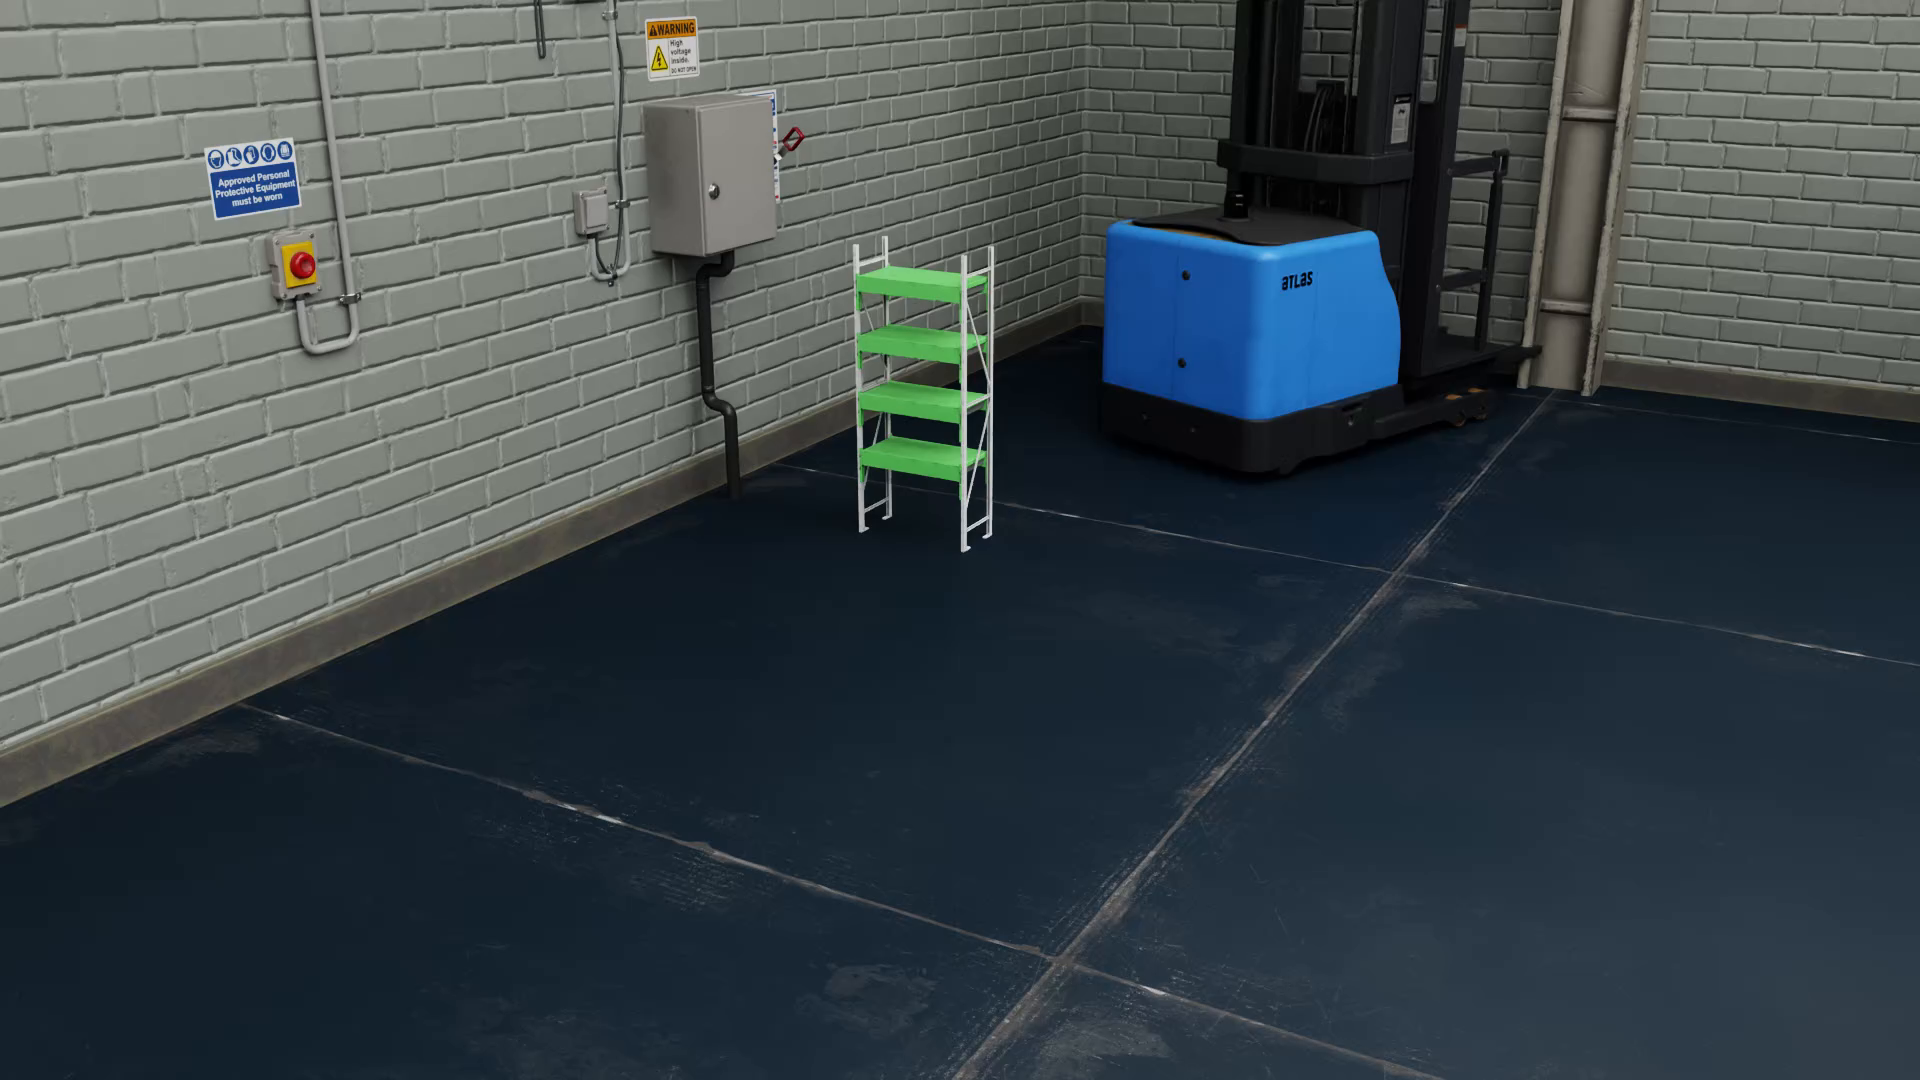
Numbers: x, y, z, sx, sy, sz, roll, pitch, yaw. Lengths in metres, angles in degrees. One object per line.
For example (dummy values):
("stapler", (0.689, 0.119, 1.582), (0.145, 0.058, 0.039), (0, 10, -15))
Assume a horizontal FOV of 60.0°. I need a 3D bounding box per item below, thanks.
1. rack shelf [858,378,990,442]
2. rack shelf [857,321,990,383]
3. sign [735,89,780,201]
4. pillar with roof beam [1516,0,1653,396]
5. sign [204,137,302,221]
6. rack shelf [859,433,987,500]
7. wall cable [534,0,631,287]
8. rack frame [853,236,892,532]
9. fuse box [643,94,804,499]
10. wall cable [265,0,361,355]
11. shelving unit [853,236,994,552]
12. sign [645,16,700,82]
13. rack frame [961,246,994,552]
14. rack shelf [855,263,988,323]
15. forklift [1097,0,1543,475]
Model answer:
("rack shelf", (-0.145, -0.531, 6.758), (0.480, 0.148, 0.258), (11, 23, 27))
("rack shelf", (-0.145, -0.757, 6.676), (0.480, 0.148, 0.258), (11, 23, 27))
("sign", (-0.905, -1.740, 7.403), (0.001, 0.494, 0.329), (11, 23, 27))
("pillar with roof beam", (1.221, -3.805, 4.159), (0.400, 9.000, 9.100), (11, 23, 27))
("sign", (-2.194, -1.125, 5.172), (0.001, 0.218, 0.327), (11, 23, 27))
("rack shelf", (-0.145, -0.306, 6.840), (0.480, 0.148, 0.258), (11, 23, 27))
("wall cable", (-1.436, -1.904, 6.225), (0.122, 1.984, 0.588), (11, 23, 27))
("rack frame", (-0.358, -0.632, 6.848), (0.015, 1.200, 0.240), (11, 23, 27))
("fuse box", (-0.965, -0.998, 7.106), (0.414, 1.711, 0.539), (11, 23, 27))
("wall cable", (-2.117, -1.495, 5.051), (0.123, 1.953, 0.585), (11, 23, 27))
("shelving unit", (-0.145, -0.592, 6.736), (0.503, 1.200, 0.258), (11, 23, 27))
("sign", (-1.173, -2.010, 6.795), (0.001, 0.242, 0.339), (11, 23, 27))
("rack frame", (0.068, -0.551, 6.625), (0.015, 1.200, 0.240), (11, 23, 27))
("rack shelf", (-0.145, -0.983, 6.594), (0.480, 0.148, 0.258), (11, 23, 27))
("forklift", (2.121, -2.072, 8.278), (3.031, 2.935, 1.130), (-16, 26, -38))
